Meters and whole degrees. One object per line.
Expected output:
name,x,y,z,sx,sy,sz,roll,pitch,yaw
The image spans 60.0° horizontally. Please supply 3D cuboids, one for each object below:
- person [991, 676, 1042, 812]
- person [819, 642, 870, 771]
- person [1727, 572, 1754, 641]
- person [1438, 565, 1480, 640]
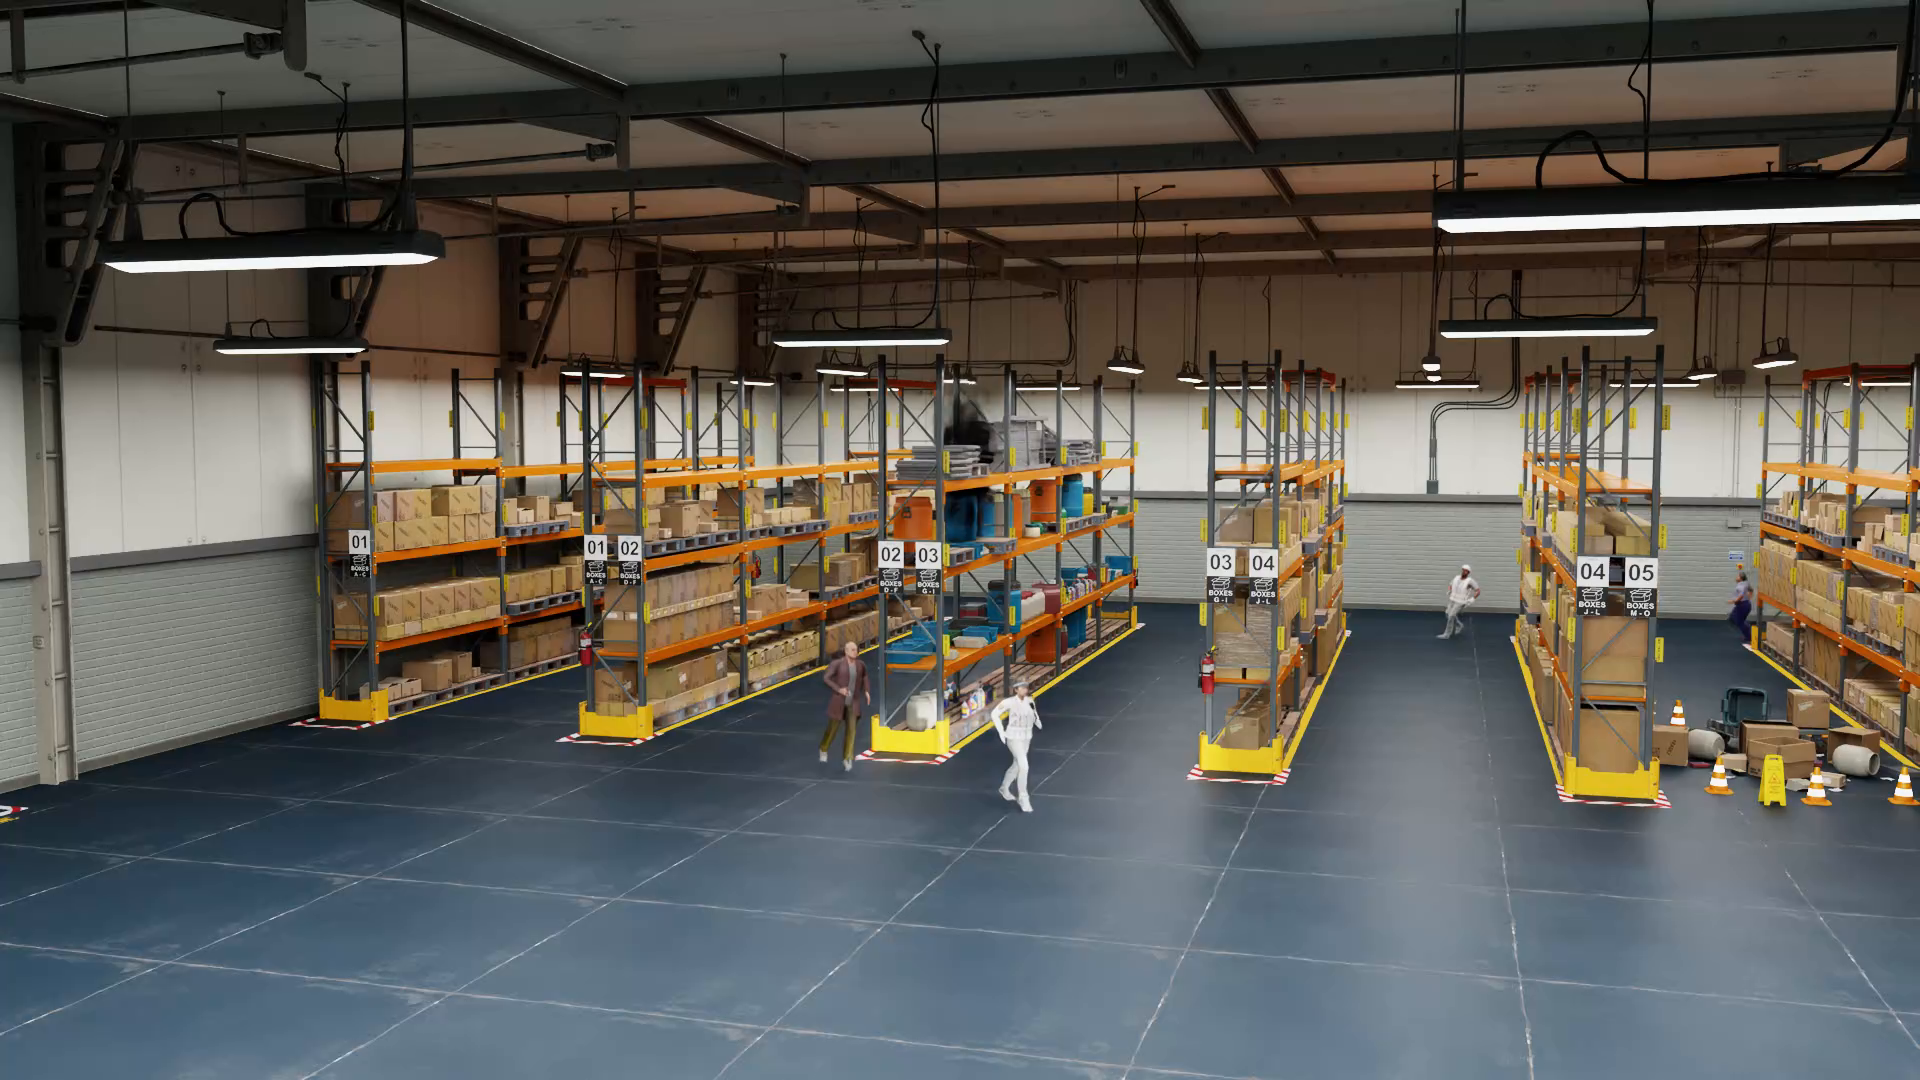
person,0.758,2.620,21.602,0.600,1.743,0.767,-4,5,-41
person,-1.632,2.381,24.181,0.770,1.795,0.930,-2,5,-25
person,17.728,1.516,37.794,0.555,1.585,0.633,2,5,29
person,11.376,1.434,38.010,0.853,1.707,0.754,-2,5,-29
